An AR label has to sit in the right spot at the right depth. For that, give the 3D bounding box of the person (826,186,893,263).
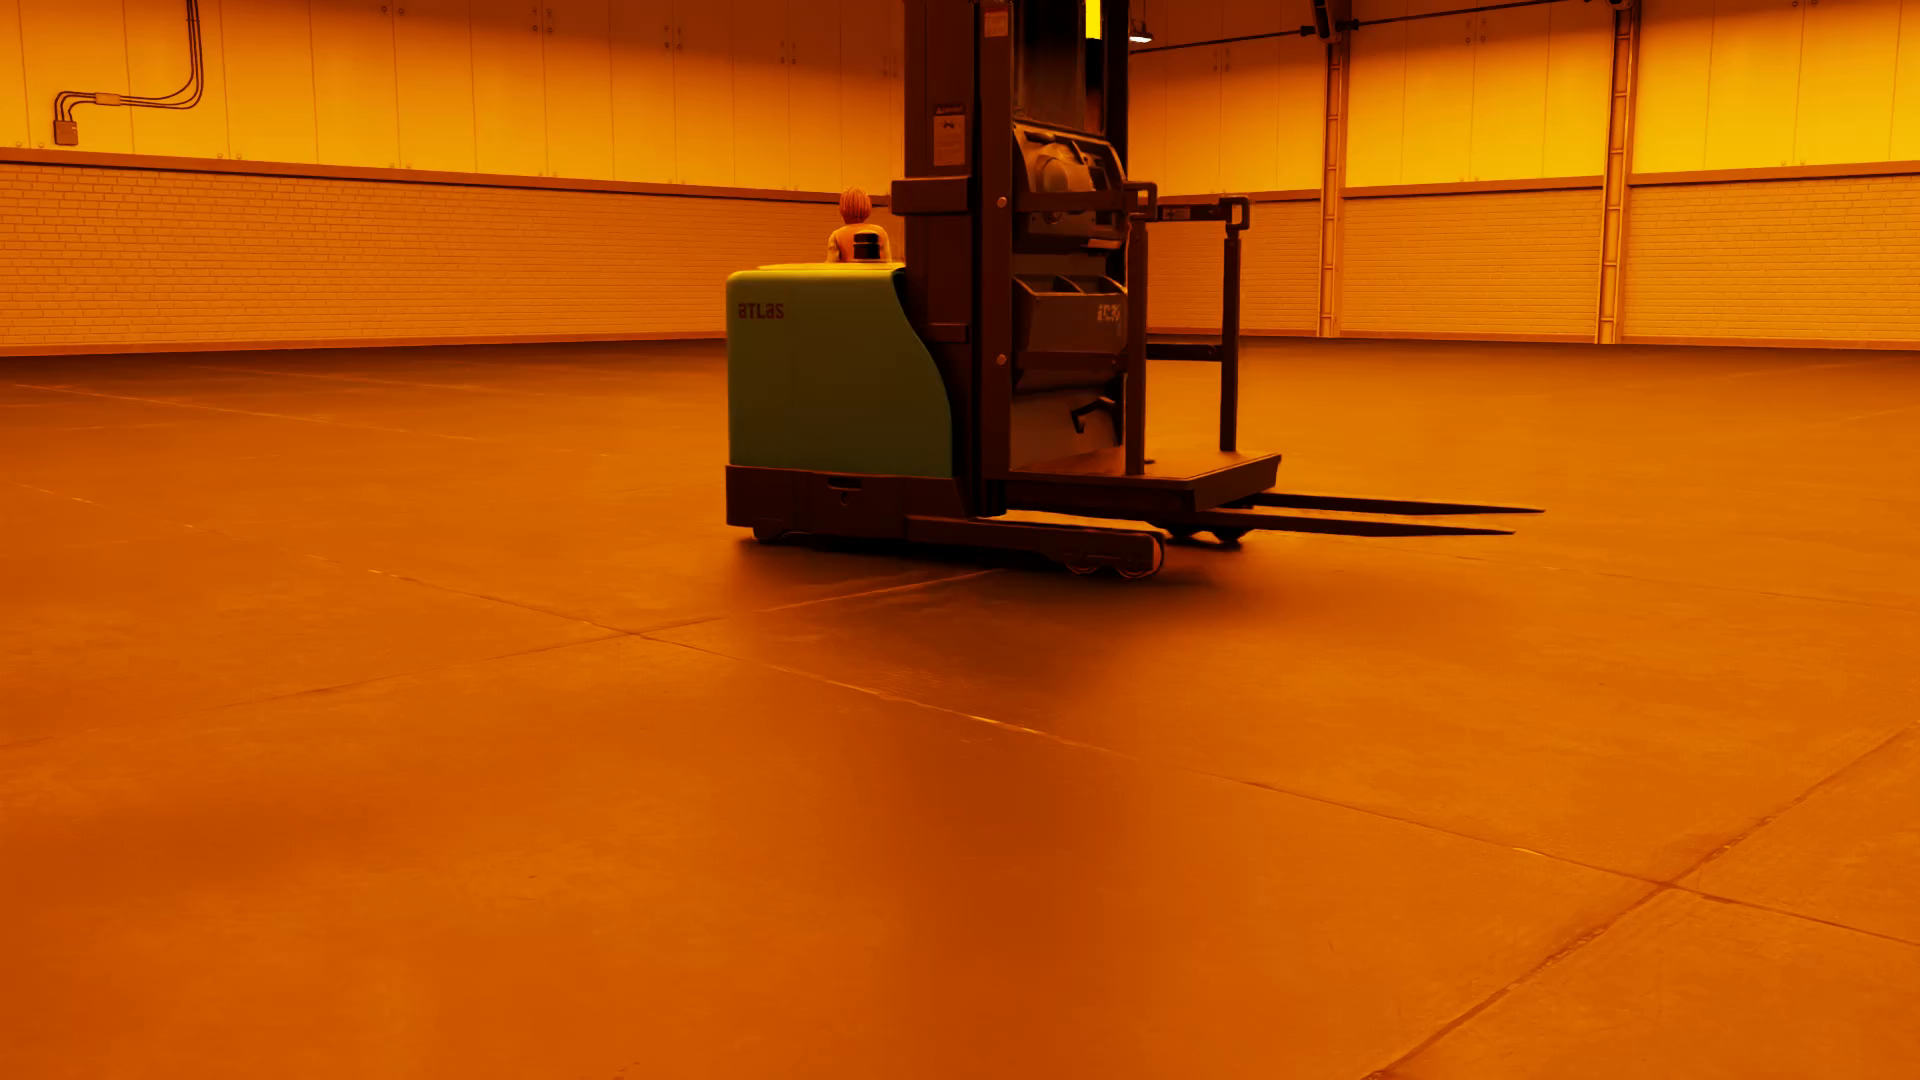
[{"bbox_3d":[-0.629,-1.325,10.103,0.519,1.599,0.473,-3,9,-20],"label":"person"}]

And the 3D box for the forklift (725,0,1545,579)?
[{"bbox_3d":[0.606,-1.402,6.187,3.031,2.935,1.130,5,10,28],"label":"forklift"}]
